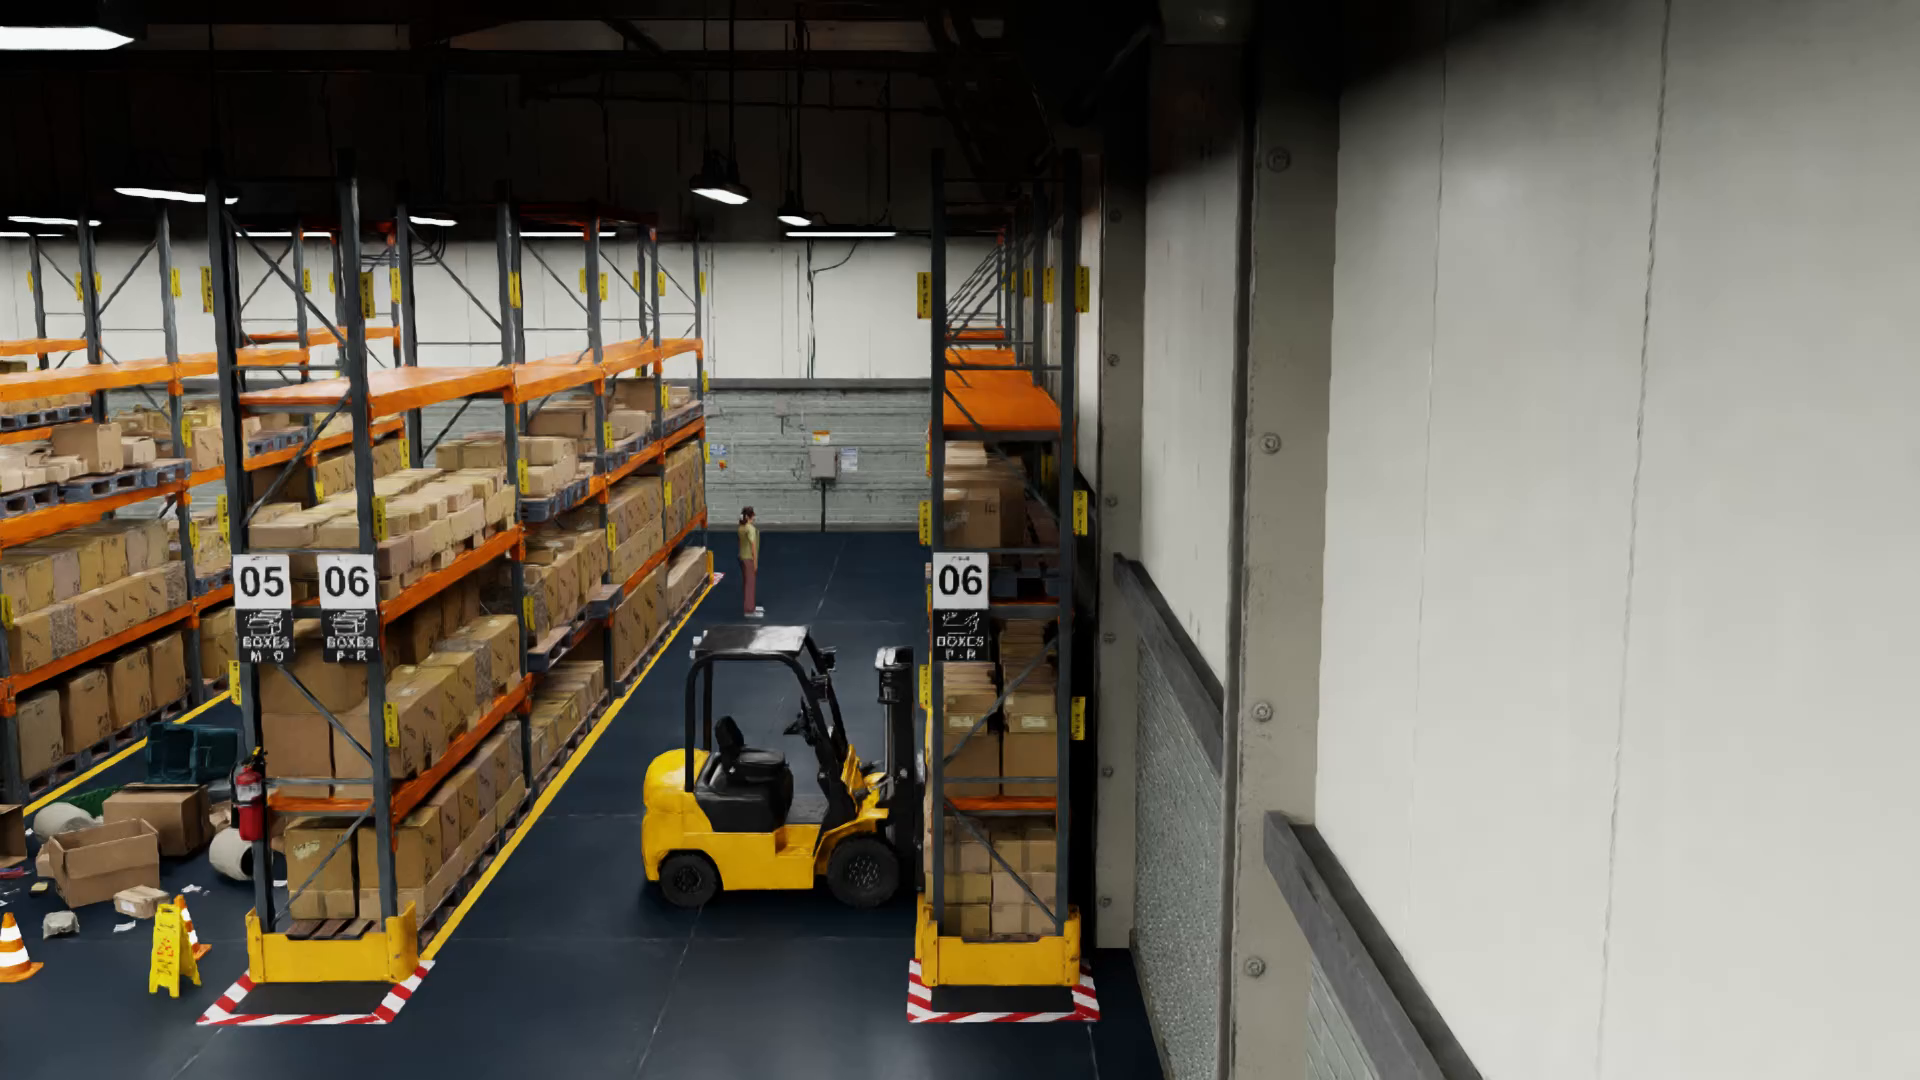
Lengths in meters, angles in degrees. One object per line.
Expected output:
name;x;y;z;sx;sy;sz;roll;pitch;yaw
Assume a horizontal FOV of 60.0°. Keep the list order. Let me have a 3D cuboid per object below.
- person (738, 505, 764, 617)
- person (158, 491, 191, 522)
person;-3.151;0.307;25.197;0.431;1.677;0.499;-6;11;-32
person;-13.183;-0.091;27.961;0.593;1.625;0.521;-1;9;-4
